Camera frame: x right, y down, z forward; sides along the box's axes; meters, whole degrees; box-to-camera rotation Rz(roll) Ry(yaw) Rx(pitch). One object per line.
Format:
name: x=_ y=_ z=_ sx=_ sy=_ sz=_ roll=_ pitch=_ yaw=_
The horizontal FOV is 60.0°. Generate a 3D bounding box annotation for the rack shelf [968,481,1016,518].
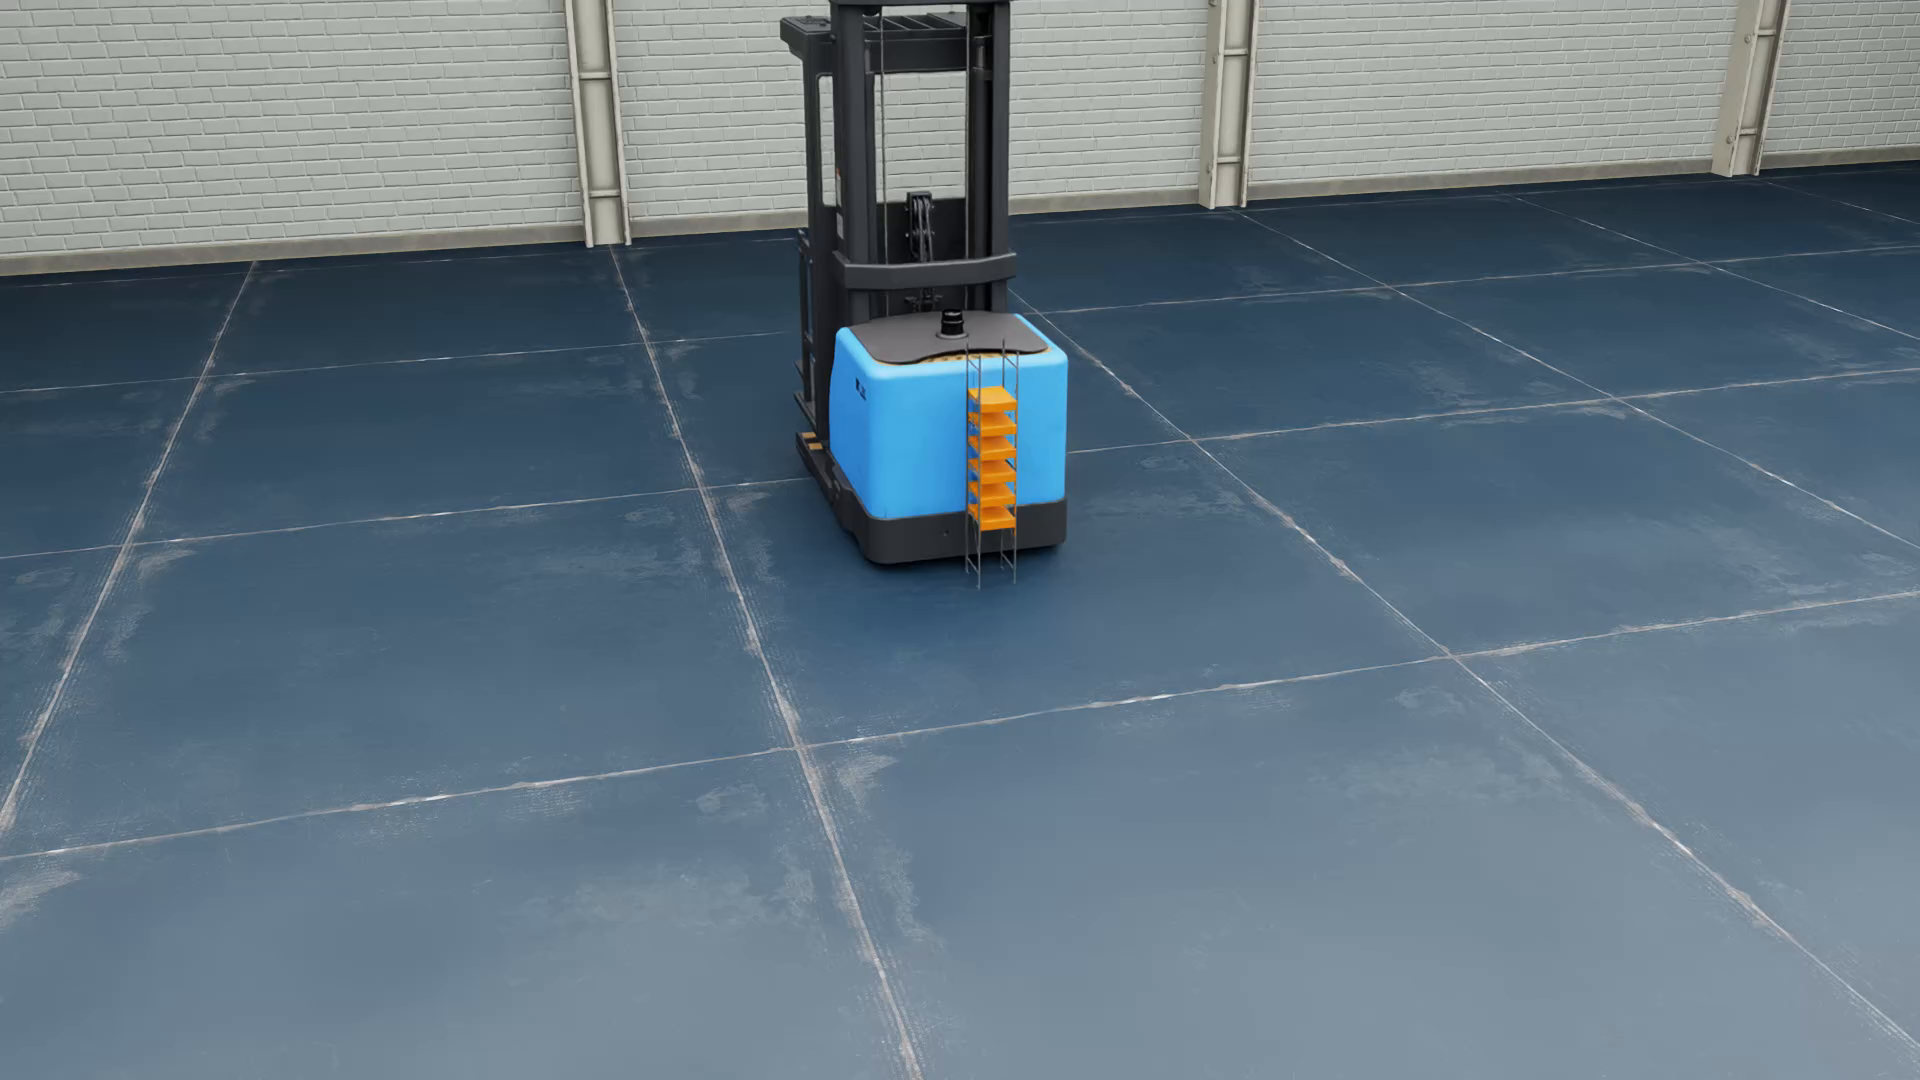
rack shelf: x=0.151 y=-0.209 z=8.133 sx=0.180 sy=0.103 sz=0.258 roll=-6 pitch=24 yaw=-14

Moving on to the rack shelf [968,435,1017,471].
rack shelf: x=0.151 y=-0.430 z=8.038 sx=0.180 sy=0.103 sz=0.258 roll=-6 pitch=24 yaw=-14

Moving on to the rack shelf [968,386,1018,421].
rack shelf: x=0.151 y=-0.650 z=7.943 sx=0.180 sy=0.103 sz=0.258 roll=-6 pitch=24 yaw=-14

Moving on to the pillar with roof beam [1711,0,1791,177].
pillar with roof beam: x=9.537 y=-6.469 z=12.413 sx=0.400 sy=9.000 sz=9.100 roll=-6 pitch=24 yaw=-14

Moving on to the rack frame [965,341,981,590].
rack frame: x=0.063 y=-0.350 z=8.045 sx=0.006 sy=1.200 sz=0.240 roll=-6 pitch=24 yaw=-14

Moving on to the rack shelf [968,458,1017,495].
rack shelf: x=0.151 y=-0.319 z=8.085 sx=0.180 sy=0.103 sz=0.258 roll=-6 pitch=24 yaw=-14

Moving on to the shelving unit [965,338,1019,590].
shelving unit: x=0.151 y=-0.360 z=8.068 sx=0.189 sy=1.200 sz=0.258 roll=-6 pitch=24 yaw=-14

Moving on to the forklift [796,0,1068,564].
forklift: x=-0.342 y=-1.782 z=9.187 sx=1.130 sy=2.935 sz=3.031 roll=-6 pitch=24 yaw=-14

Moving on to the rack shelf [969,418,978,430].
rack shelf: x=0.151 y=-0.558 z=7.983 sx=0.166 sy=0.020 sz=0.199 roll=-6 pitch=24 yaw=-14

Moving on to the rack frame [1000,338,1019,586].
rack frame: x=0.239 y=-0.370 z=8.091 sx=0.006 sy=1.200 sz=0.240 roll=-6 pitch=24 yaw=-14
